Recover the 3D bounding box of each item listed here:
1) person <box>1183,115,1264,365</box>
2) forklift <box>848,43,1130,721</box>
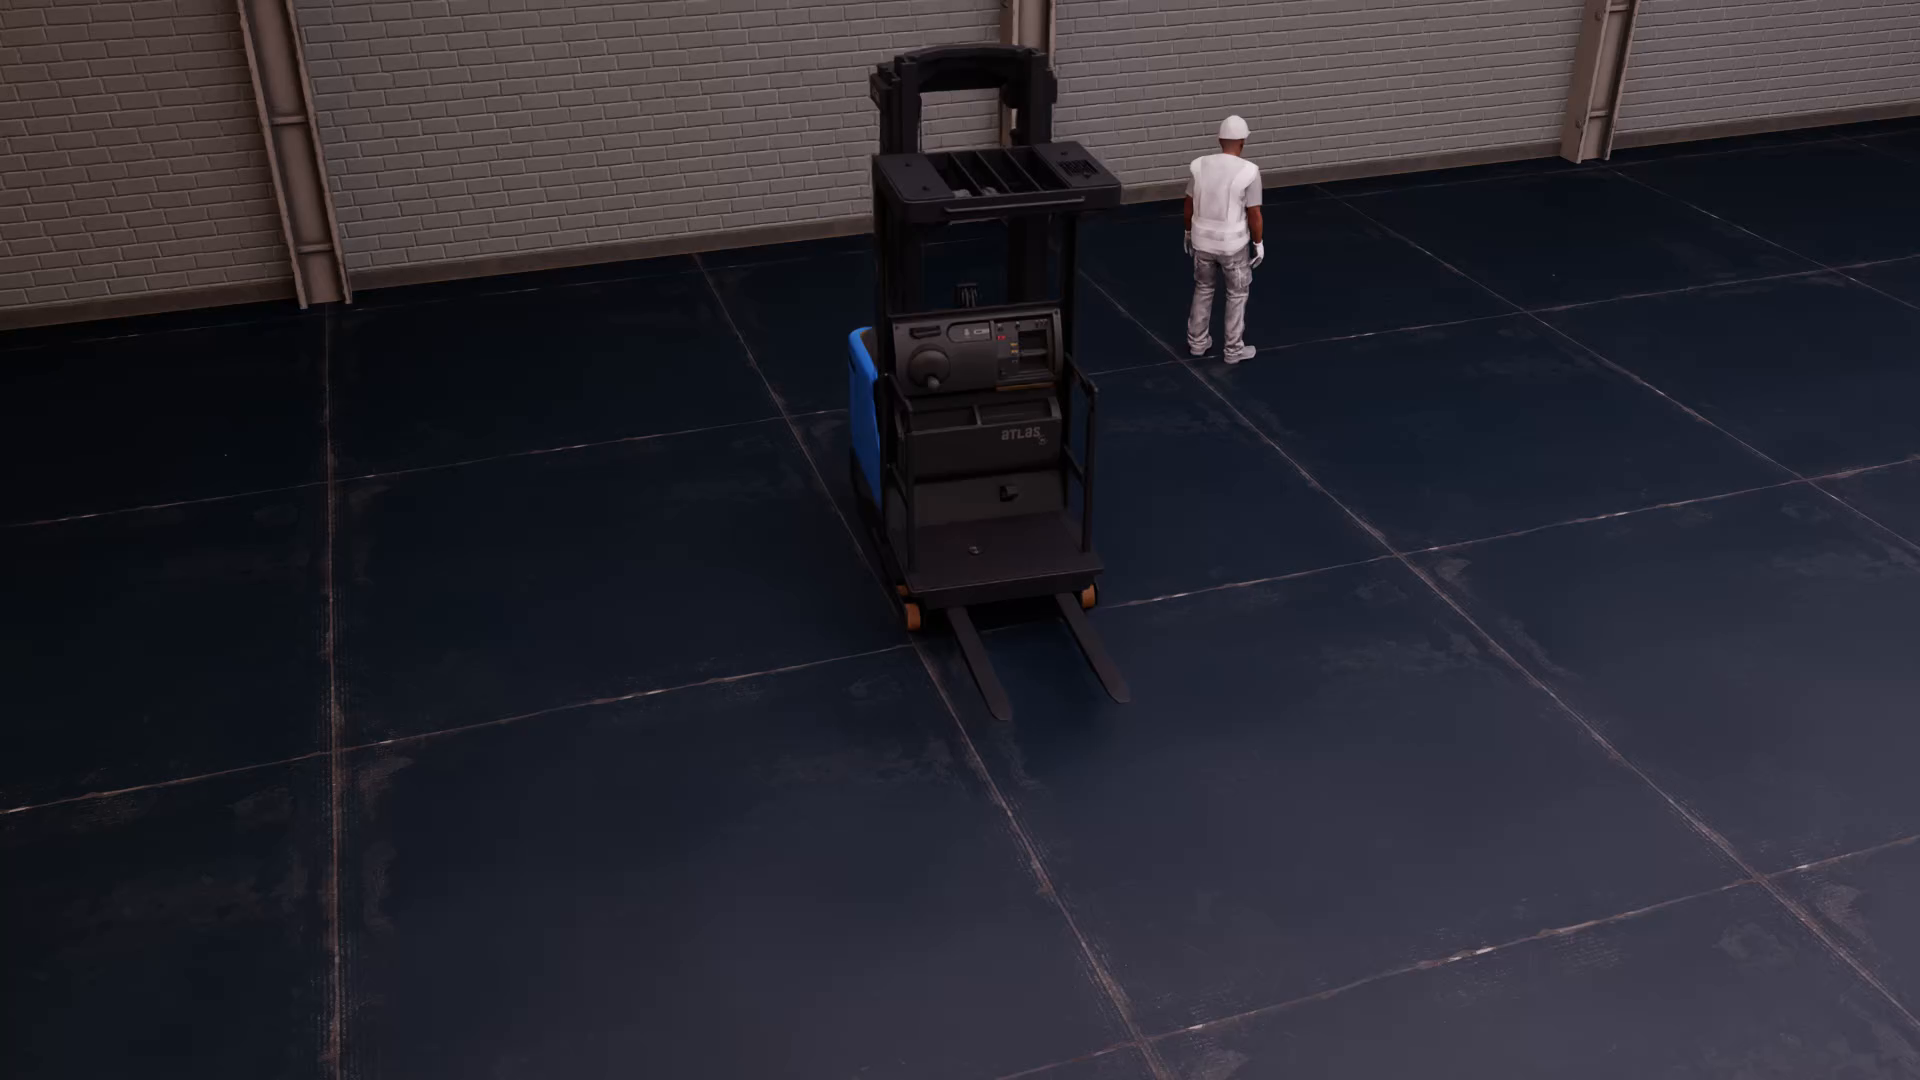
[{"bbox_3d":[1.903,-2.160,12.007,0.616,1.772,0.453,18,35,29],"label":"person"},{"bbox_3d":[0.152,-0.975,8.782,1.130,2.935,3.031,-7,31,-12],"label":"forklift"}]
